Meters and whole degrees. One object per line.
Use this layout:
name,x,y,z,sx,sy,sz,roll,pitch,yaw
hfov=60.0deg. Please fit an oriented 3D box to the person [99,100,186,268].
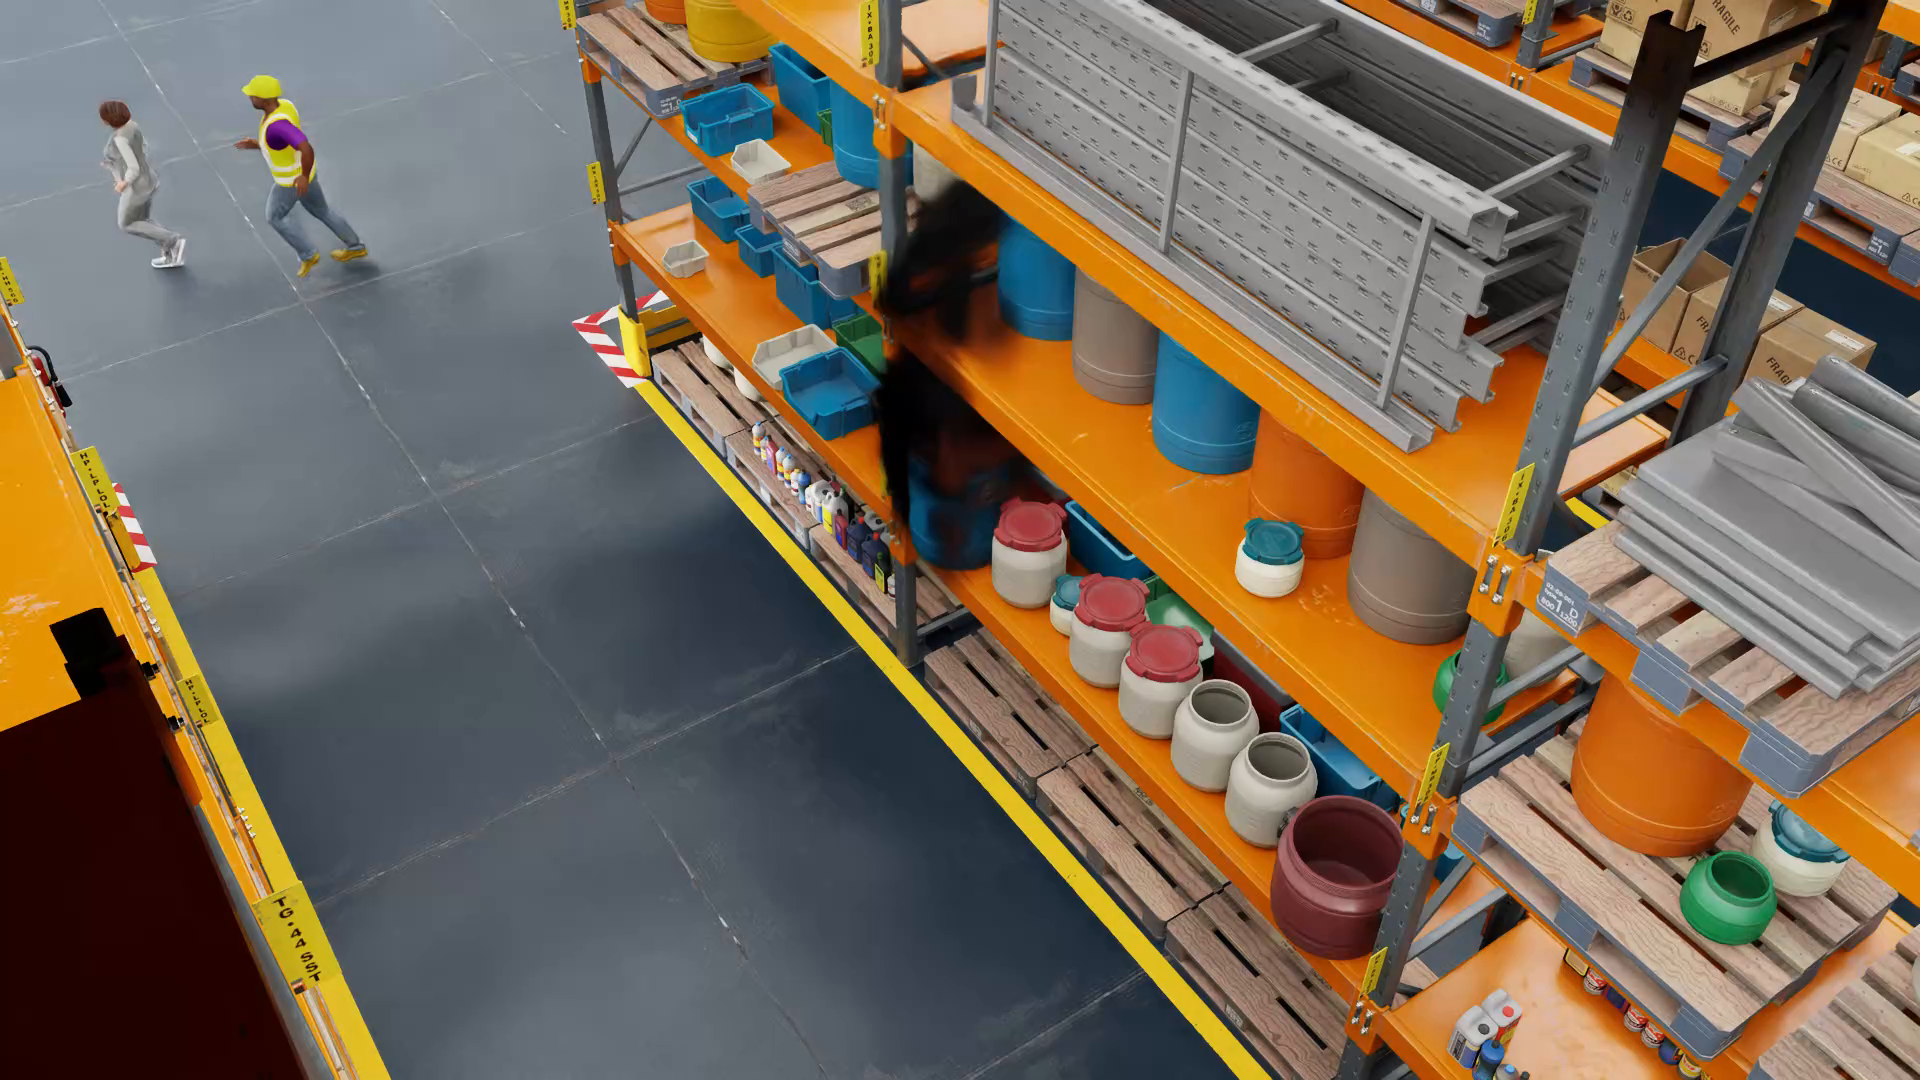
person,-6.840,-2.933,13.798,0.551,1.553,0.529,-2,43,-2

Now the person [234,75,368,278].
person,-5.497,-2.981,13.708,0.823,1.808,0.668,-4,43,-4
